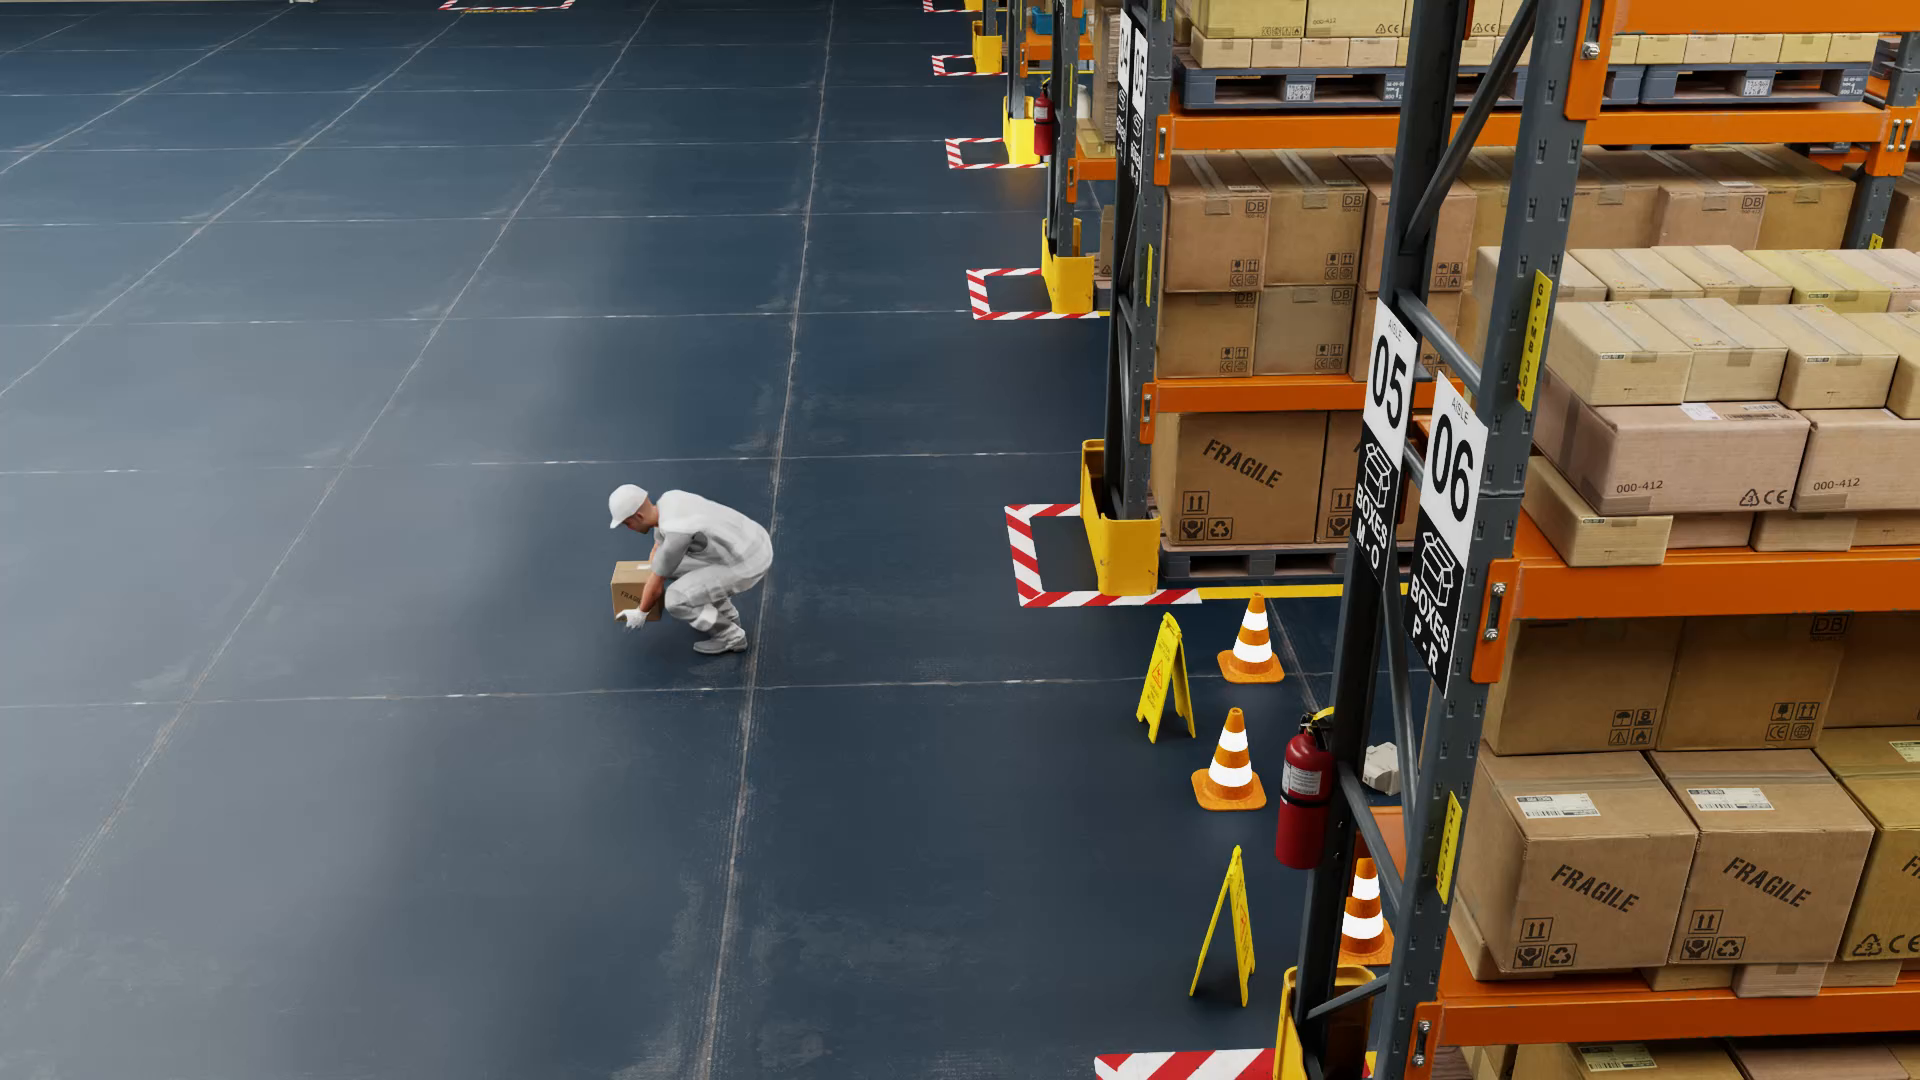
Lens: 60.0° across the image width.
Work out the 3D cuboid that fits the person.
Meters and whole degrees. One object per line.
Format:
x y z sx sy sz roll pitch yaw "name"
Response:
-1.473 0.126 9.213 0.875 1.004 0.540 -2 27 -4 "person"
